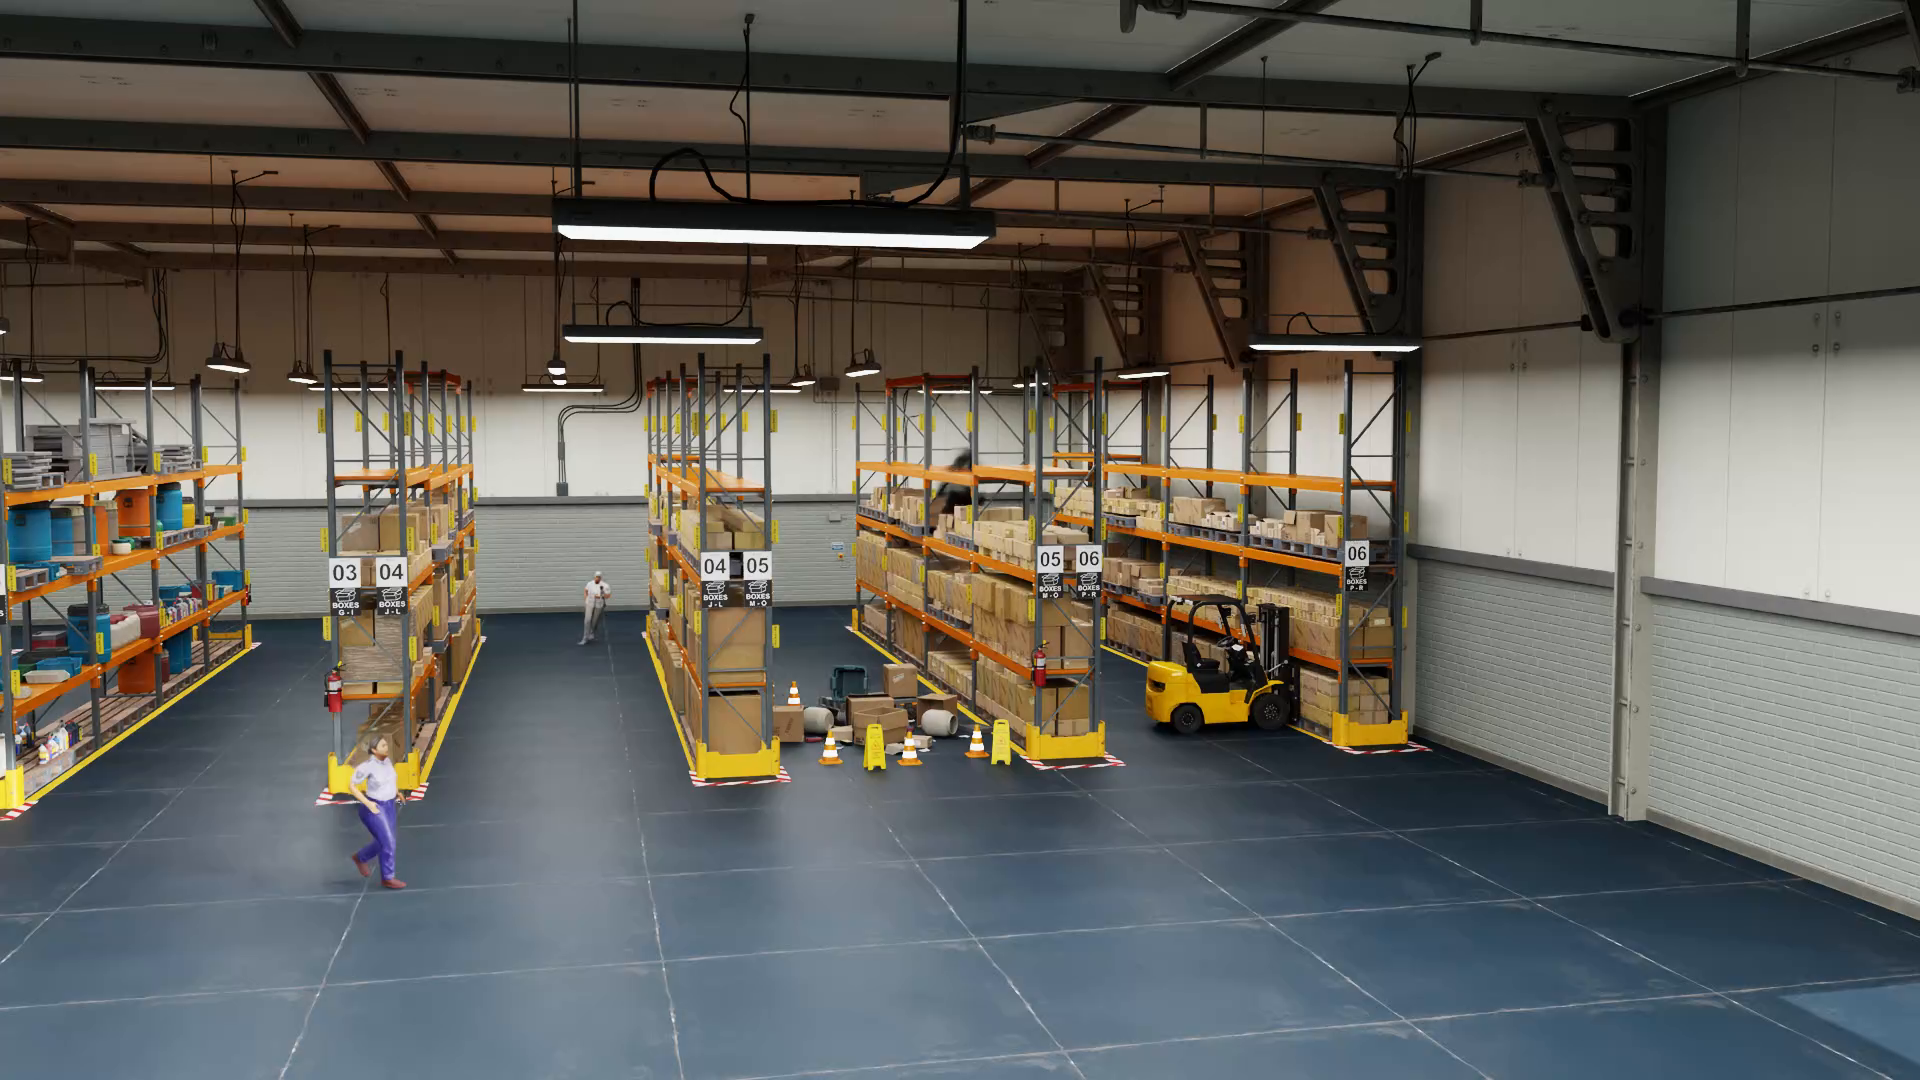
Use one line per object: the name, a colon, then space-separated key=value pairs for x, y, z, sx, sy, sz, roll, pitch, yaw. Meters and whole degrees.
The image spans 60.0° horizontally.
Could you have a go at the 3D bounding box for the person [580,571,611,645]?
person: x=-8.354 y=1.541 z=38.128 sx=0.684 sy=1.667 sz=0.856 roll=-1 pitch=4 yaw=-10

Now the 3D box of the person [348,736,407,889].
person: x=-6.339 y=2.937 z=18.031 sx=0.744 sy=1.631 sz=0.630 roll=1 pitch=4 yaw=15
